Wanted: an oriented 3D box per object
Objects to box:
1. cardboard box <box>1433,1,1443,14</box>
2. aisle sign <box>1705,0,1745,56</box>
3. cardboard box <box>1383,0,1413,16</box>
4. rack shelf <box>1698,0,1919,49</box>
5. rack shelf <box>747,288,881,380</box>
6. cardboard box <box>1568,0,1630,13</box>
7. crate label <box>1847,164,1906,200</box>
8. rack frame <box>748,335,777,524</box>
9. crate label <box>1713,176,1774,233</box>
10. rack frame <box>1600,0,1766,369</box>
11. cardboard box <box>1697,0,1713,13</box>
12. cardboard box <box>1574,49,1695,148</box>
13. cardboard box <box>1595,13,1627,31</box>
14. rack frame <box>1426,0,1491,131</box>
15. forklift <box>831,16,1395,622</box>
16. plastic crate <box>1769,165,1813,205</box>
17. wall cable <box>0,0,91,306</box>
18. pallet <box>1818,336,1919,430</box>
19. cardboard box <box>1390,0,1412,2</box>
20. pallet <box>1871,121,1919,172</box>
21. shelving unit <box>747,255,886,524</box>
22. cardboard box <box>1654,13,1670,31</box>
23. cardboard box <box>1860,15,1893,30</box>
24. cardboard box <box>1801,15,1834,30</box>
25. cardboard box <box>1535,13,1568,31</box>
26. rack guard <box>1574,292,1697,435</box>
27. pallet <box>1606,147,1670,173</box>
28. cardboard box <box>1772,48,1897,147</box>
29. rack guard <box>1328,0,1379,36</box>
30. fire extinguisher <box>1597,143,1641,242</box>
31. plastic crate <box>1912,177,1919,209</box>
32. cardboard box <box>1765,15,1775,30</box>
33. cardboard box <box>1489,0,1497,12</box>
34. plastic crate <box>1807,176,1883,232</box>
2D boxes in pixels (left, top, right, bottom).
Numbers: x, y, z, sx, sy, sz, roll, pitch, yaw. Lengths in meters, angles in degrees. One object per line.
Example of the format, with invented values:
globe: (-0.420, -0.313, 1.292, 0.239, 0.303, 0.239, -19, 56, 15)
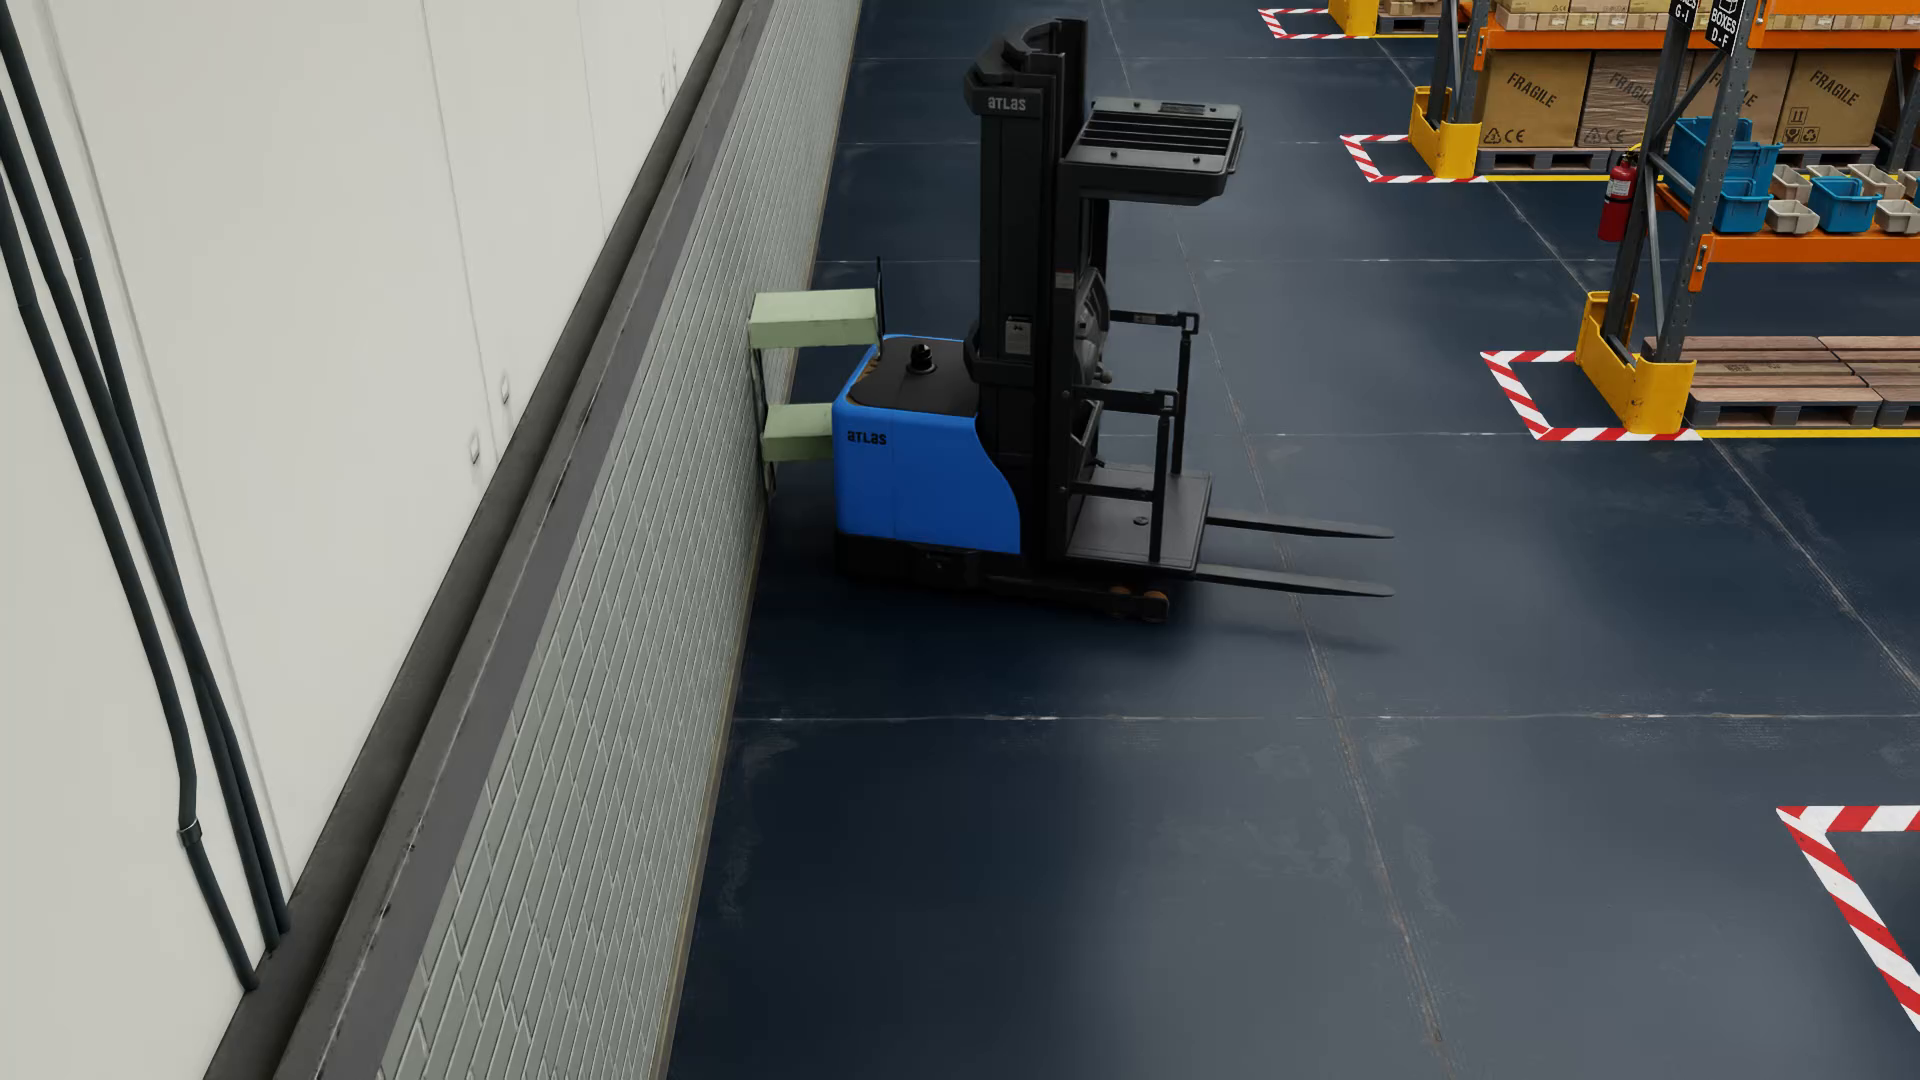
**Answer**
cardboard box: (5.603, -6.263, 19.414, 0.250, 0.149, 0.380, 0, 31, 0)
aisle sign: (4.456, -3.234, 9.571, 0.004, 0.787, 0.394, 0, 31, 0)
cardboard box: (5.093, -6.215, 19.335, 0.250, 0.149, 0.380, 0, 31, 1)
rack shelf: (6.526, -3.258, 9.919, 4.000, 0.370, 1.077, 0, 31, 0)
rack shelf: (-0.806, -1.174, 9.351, 0.720, 0.370, 0.431, -2, 32, 1)
cardboard box: (5.497, -4.776, 14.476, 0.500, 0.250, 0.500, -1, 31, -1)
crate label: (5.909, -2.293, 10.723, 0.243, 0.136, 0.396, 0, 31, 0)
rack frame: (-1.155, -0.829, 9.564, 0.023, 1.500, 0.400, -2, 32, 1)
crate label: (4.775, -2.061, 10.248, 0.303, 0.233, 0.416, 0, 31, 0)
rack frame: (4.526, -2.277, 10.500, 0.127, 3.000, 1.000, 0, 31, 0)
cardboard box: (6.522, -4.780, 14.483, 0.500, 0.250, 0.500, -1, 31, -1)
cardboard box: (6.045, -4.164, 15.253, 0.875, 0.875, 0.875, 0, 31, 0)
cardboard box: (5.626, -4.573, 14.526, 0.250, 0.149, 0.380, -1, 31, -1)
rack frame: (4.496, -4.846, 14.735, 0.127, 3.000, 1.000, 0, 31, 0)
forklift: (0.876, -1.116, 8.653, 3.031, 2.935, 1.130, 7, 32, 11)
plastic crate: (5.340, -2.286, 10.712, 0.243, 0.136, 0.396, 0, 31, 0)
wall cable: (-1.089, -2.105, 2.559, 0.112, 2.526, 3.097, 0, 31, 0)
pallet: (6.568, -1.069, 11.198, 1.213, 0.211, 1.003, 0, 31, 0)
cardboard box: (5.093, -6.375, 19.312, 0.250, 0.149, 0.380, 1, 31, 2)
pallet: (9.267, -3.708, 15.547, 1.213, 0.211, 1.003, 0, 31, 0)
shelving unit: (-0.790, -0.844, 9.558, 0.755, 1.500, 0.431, -2, 32, 1)
cardboard box: (6.139, -4.574, 14.528, 0.250, 0.149, 0.380, 0, 31, -1)
cardboard box: (7.935, -4.579, 14.537, 0.250, 0.149, 0.380, 0, 31, 1)
cardboard box: (7.422, -4.578, 14.535, 0.250, 0.149, 0.380, 0, 31, 1)
cardboard box: (5.110, -4.570, 14.522, 0.250, 0.149, 0.380, -1, 31, -1)
rack guard: (4.502, -1.201, 11.137, 0.348, 0.500, 1.175, 0, 31, 0)
pallet: (6.512, -3.699, 15.533, 1.213, 0.211, 1.003, 0, 31, 0)
cardboard box: (7.835, -4.169, 15.262, 0.875, 0.875, 0.875, 0, 31, 0)
rack guard: (4.643, -6.351, 19.624, 0.348, 0.500, 1.175, 0, 31, 0)
fire extinguisher: (4.372, -2.320, 11.005, 0.183, 0.674, 0.296, 0, 31, 0)
plastic crate: (6.091, -2.065, 10.255, 0.300, 0.233, 0.416, 0, 31, 0)
cardboard box: (6.908, -4.576, 14.532, 0.250, 0.149, 0.380, -1, 31, -1)
cardboard box: (4.850, -4.911, 15.083, 0.250, 0.149, 0.380, 0, 31, 1)
plastic crate: (5.433, -2.063, 10.251, 0.300, 0.233, 0.416, 0, 31, 0)
